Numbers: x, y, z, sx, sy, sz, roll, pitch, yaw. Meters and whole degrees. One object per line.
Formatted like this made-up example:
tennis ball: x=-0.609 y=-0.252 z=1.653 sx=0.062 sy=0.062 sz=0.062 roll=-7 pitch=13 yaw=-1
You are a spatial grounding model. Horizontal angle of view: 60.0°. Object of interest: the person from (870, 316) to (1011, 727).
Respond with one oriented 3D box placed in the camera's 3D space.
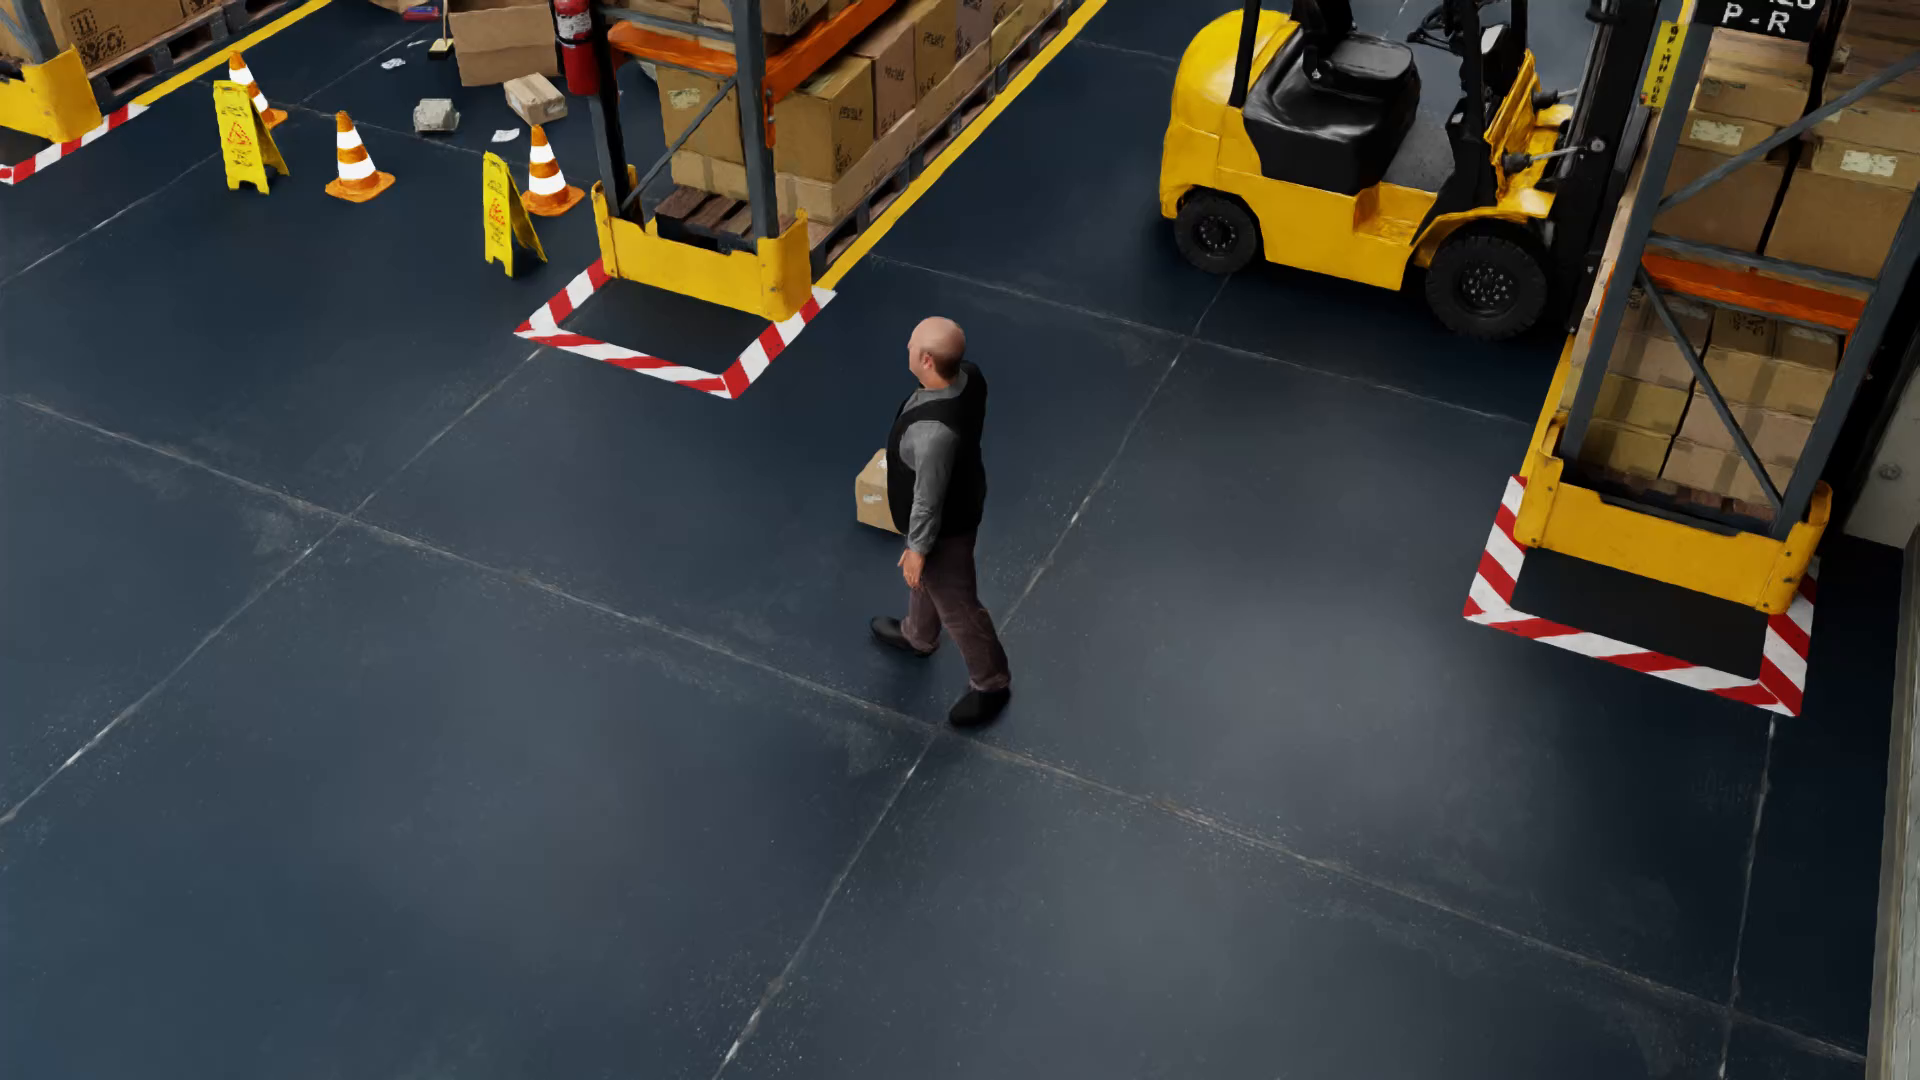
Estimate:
person: x=-0.085 y=-0.127 z=6.321 sx=0.636 sy=1.723 sz=0.740 roll=6 pitch=42 yaw=7
